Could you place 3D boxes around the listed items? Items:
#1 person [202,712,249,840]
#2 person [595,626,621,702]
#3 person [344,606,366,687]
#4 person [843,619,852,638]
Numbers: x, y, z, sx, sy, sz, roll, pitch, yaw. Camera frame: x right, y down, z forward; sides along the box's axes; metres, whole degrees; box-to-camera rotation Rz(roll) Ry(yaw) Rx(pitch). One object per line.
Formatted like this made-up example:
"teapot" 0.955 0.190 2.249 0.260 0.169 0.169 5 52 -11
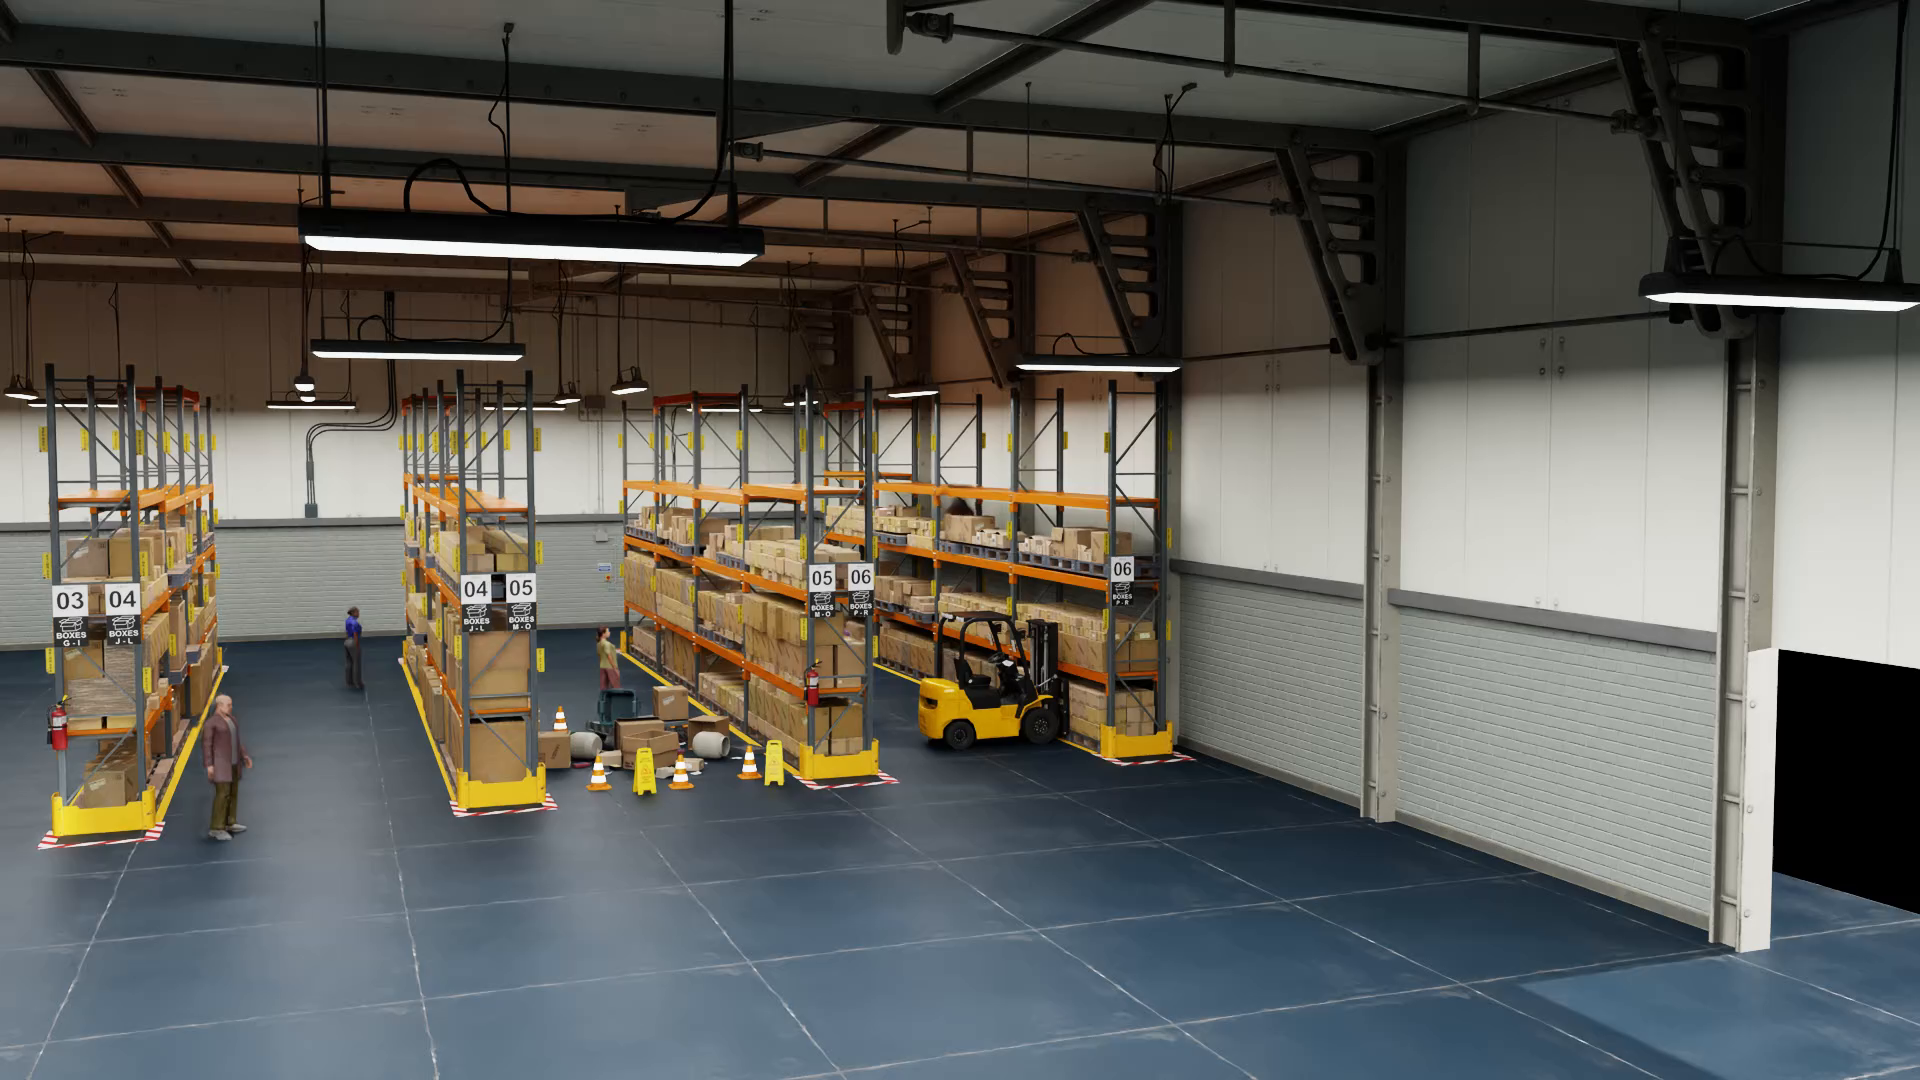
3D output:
"person" -9.355 2.997 21.279 0.437 1.601 0.654 1 3 12
"person" -6.424 2.392 30.480 0.535 1.665 0.439 2 4 31
"person" -12.376 2.182 34.021 0.388 1.647 0.501 -3 4 -40
"person" -2.226 2.259 31.080 0.383 1.622 0.587 -2 4 -25
